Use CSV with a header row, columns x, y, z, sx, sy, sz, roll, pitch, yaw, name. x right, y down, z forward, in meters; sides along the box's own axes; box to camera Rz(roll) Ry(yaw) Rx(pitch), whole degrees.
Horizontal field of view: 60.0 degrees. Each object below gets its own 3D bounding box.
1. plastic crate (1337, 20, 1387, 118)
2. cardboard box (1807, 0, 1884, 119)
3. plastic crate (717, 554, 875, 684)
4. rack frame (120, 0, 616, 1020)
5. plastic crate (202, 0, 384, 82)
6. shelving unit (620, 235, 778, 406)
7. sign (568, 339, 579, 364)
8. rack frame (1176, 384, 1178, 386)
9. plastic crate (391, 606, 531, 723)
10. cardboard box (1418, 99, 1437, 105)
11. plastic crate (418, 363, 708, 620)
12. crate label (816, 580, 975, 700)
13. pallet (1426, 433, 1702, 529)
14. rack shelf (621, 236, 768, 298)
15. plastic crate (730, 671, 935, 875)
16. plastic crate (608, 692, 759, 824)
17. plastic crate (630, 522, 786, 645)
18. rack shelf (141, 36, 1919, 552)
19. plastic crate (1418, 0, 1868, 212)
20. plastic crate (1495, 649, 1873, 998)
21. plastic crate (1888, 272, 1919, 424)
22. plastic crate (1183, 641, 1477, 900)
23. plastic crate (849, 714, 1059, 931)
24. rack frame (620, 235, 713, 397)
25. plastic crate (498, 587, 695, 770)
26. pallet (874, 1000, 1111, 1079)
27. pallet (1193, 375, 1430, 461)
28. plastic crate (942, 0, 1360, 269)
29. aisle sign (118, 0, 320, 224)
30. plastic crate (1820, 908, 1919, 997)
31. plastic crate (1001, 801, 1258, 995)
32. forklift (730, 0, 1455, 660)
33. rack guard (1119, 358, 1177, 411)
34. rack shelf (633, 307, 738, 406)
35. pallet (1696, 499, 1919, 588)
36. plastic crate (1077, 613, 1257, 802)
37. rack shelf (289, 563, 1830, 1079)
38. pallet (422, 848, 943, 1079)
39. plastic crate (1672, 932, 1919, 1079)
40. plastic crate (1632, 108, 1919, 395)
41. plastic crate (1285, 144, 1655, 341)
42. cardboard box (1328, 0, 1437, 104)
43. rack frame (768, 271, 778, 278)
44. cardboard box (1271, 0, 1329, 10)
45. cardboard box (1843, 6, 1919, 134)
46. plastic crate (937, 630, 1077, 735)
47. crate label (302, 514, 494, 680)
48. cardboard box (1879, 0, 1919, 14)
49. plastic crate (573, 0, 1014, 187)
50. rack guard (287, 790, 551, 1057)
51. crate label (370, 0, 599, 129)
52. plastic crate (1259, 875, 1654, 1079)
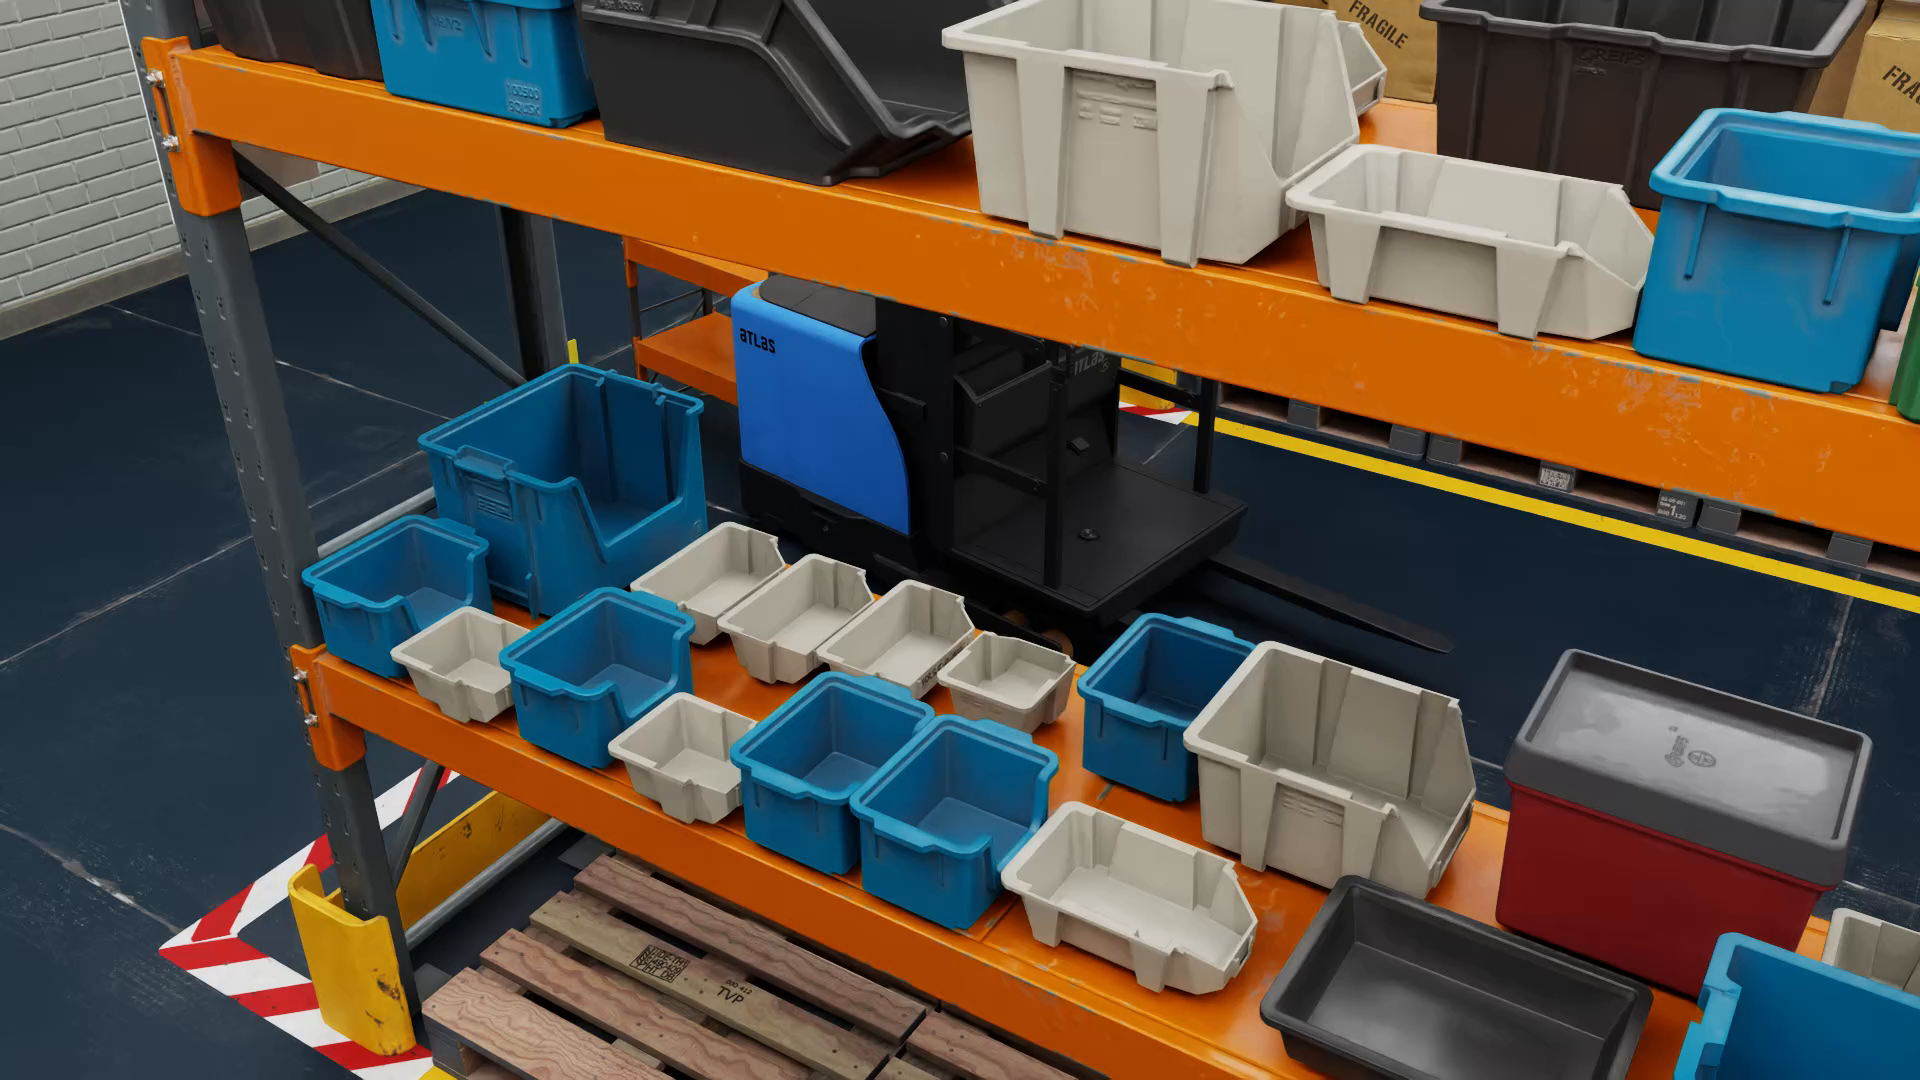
x,y,z,sx,sy,sz,roll,pitch,yaw,name
0.471,-0.841,2.999,0.530,0.136,0.437,18,35,27,plastic crate
3.484,-2.047,6.891,0.500,0.500,0.500,16,34,26,cardboard box
-0.387,0.206,4.122,0.243,0.136,0.396,18,35,27,plastic crate
-1.412,-0.107,4.456,0.127,3.000,1.000,18,35,27,rack frame
-1.234,-1.124,3.352,0.590,0.269,0.497,18,35,27,plastic crate
-1.033,-0.999,7.846,1.048,1.125,0.538,24,38,35,shelving unit
-1.133,-0.416,4.825,0.005,0.325,0.100,18,35,27,sign
1.222,-2.221,8.080,0.127,3.000,1.000,18,35,27,rack frame
-1.150,0.309,3.945,0.298,0.136,0.250,18,35,27,plastic crate
1.928,-1.904,7.391,0.500,0.250,0.500,17,34,27,cardboard box
-1.029,-0.138,4.415,0.499,0.435,0.616,18,35,27,plastic crate
-0.138,0.271,4.012,0.243,0.136,0.396,18,35,27,crate label
2.970,-0.508,7.911,1.213,0.211,1.003,18,35,27,pallet
-1.033,-1.252,7.698,1.000,0.278,0.538,24,38,35,rack shelf
-0.262,0.499,3.524,0.300,0.233,0.416,18,35,27,plastic crate
-0.575,0.491,3.634,0.298,0.136,0.250,18,35,27,plastic crate
-0.625,0.123,4.265,0.243,0.136,0.396,18,35,27,plastic crate
0.282,-0.556,2.963,4.000,0.370,1.077,18,35,27,rack shelf
1.070,-0.724,2.667,0.590,0.269,0.497,18,35,27,plastic crate
1.353,0.565,3.182,0.583,0.464,0.402,18,35,27,plastic crate
1.457,-0.224,1.890,0.662,0.188,0.450,18,35,27,plastic crate
0.781,0.502,3.470,0.530,0.282,0.437,18,35,27,plastic crate
-0.008,0.580,3.386,0.300,0.233,0.416,18,35,27,plastic crate
-1.415,-1.168,8.136,0.032,1.125,0.500,24,38,35,rack frame
-0.820,0.323,3.827,0.300,0.233,0.416,18,35,27,plastic crate
0.295,1.663,4.191,1.213,0.211,1.003,18,35,27,pallet
1.940,-0.835,8.472,1.213,0.211,1.003,18,35,27,pallet
0.302,-0.626,2.487,0.530,0.282,0.437,18,35,27,plastic crate
-1.630,-1.122,3.617,0.004,0.787,0.394,18,35,27,aisle sign
1.658,0.867,2.989,0.243,0.136,0.396,18,35,27,plastic crate
0.342,0.715,3.250,0.466,0.136,0.293,18,35,27,plastic crate
0.471,-1.058,6.154,3.031,2.935,1.130,24,38,35,forklift
1.201,-1.147,8.720,0.348,0.500,1.175,18,35,27,rack guard
-1.033,-0.788,7.969,1.000,0.278,0.538,24,38,35,rack shelf
4.007,-0.182,7.352,1.213,0.211,1.003,18,35,27,pallet
0.464,0.380,3.728,0.300,0.233,0.416,18,35,27,plastic crate
0.282,0.740,3.719,4.000,0.370,1.077,18,35,27,rack shelf
-0.734,1.335,4.752,1.213,0.211,1.003,18,35,27,pallet
1.400,0.966,2.573,0.575,0.384,0.392,18,35,27,plastic crate
1.036,-0.366,2.090,0.300,0.233,0.416,18,35,27,plastic crate
0.697,-0.395,2.235,0.466,0.136,0.293,18,35,27,plastic crate
1.908,-2.230,7.206,0.500,0.500,0.500,17,34,26,cardboard box
-0.652,-0.829,7.555,0.032,1.125,0.500,24,38,35,rack frame
1.774,-2.590,7.822,0.500,0.500,0.500,18,35,28,cardboard box
3.656,-1.682,6.265,0.500,0.500,0.500,18,35,28,cardboard box
0.123,0.342,3.889,0.250,0.136,0.298,18,35,27,plastic crate
-1.377,0.146,4.129,0.303,0.233,0.416,18,35,27,crate label
3.927,-1.909,6.655,0.500,0.500,0.500,18,35,27,cardboard box
-0.264,-0.849,2.813,0.767,0.338,0.504,18,35,27,plastic crate
-1.439,0.972,5.088,0.348,0.500,1.175,18,35,27,rack guard
-0.802,-0.953,3.078,0.502,0.251,0.408,18,35,27,crate label
0.886,0.873,2.991,0.590,0.125,0.437,18,35,27,plastic crate
